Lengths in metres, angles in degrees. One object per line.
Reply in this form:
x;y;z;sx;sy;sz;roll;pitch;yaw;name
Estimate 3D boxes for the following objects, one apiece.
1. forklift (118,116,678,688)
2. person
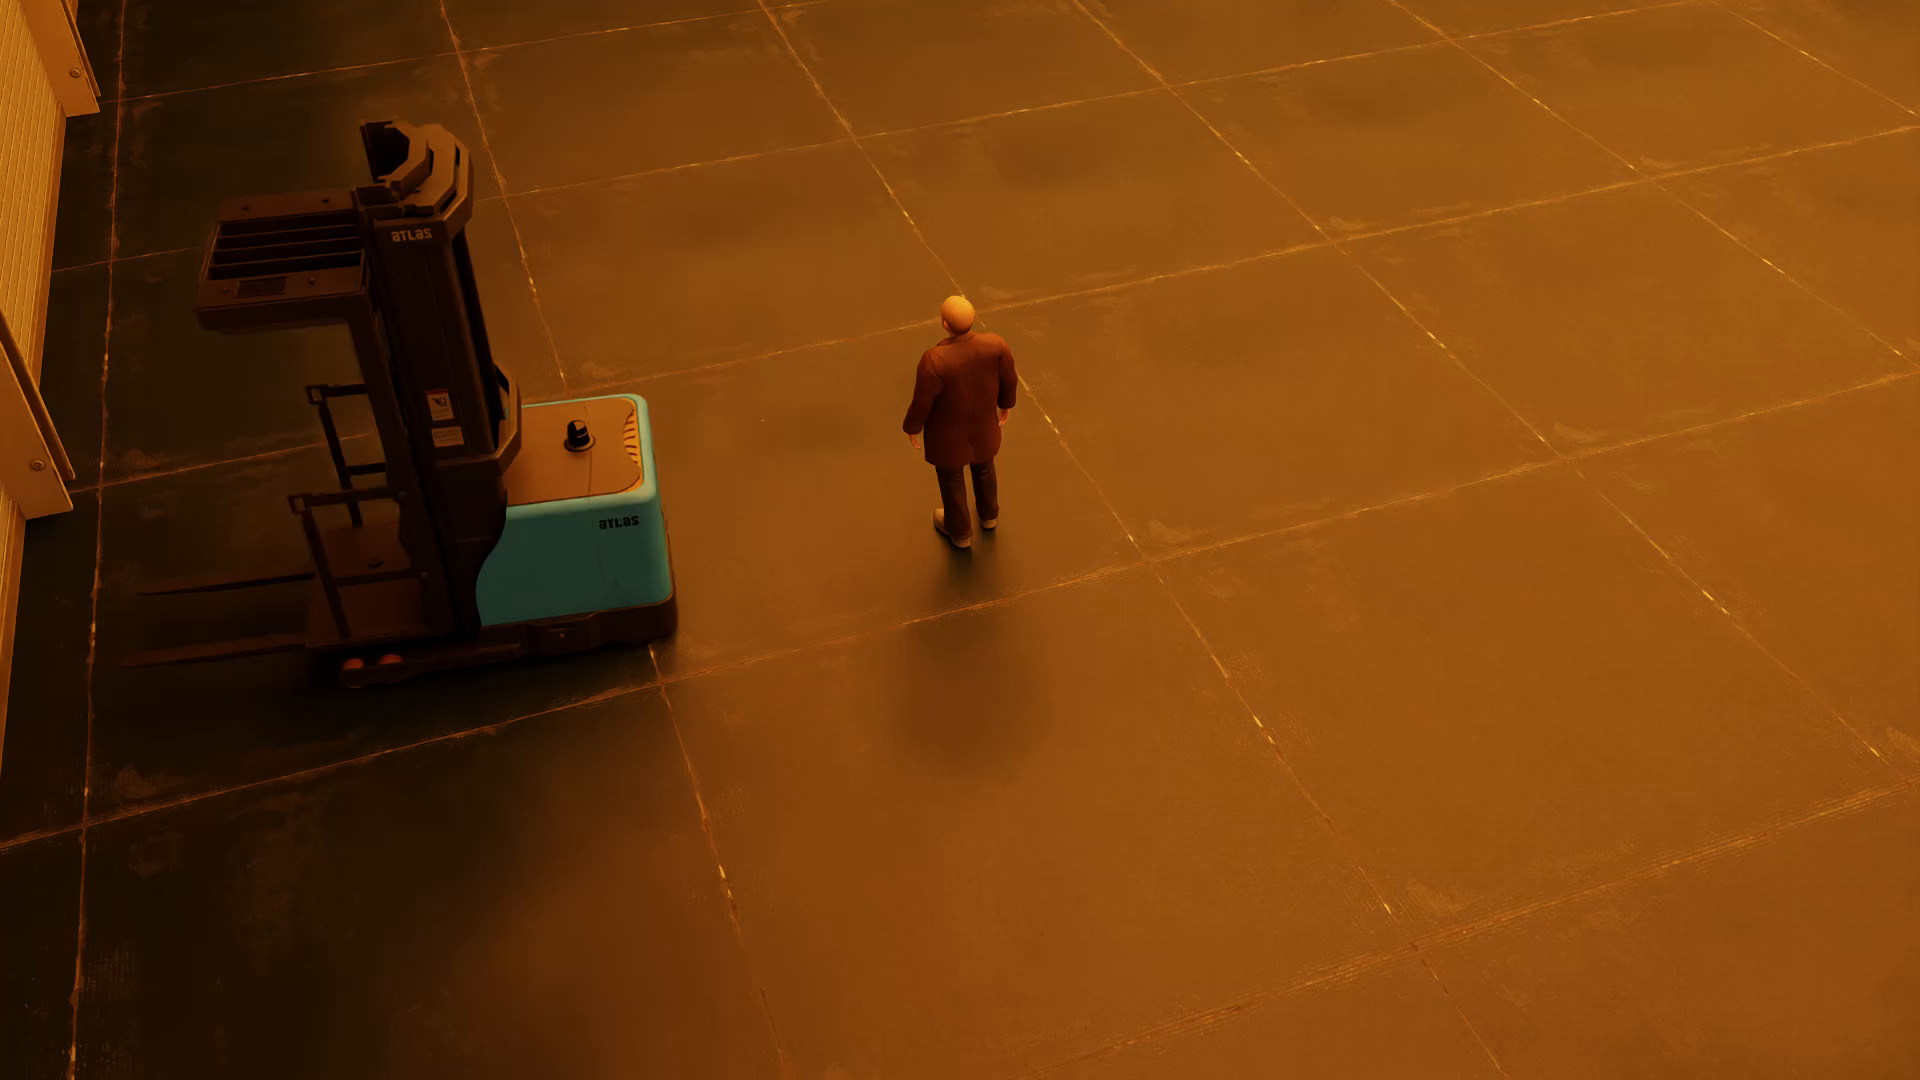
-3.198;-0.668;8.792;3.031;2.935;1.130;-8;41;-9;forklift
-0.028;-0.744;9.768;0.694;1.775;0.576;-13;42;-15;person
